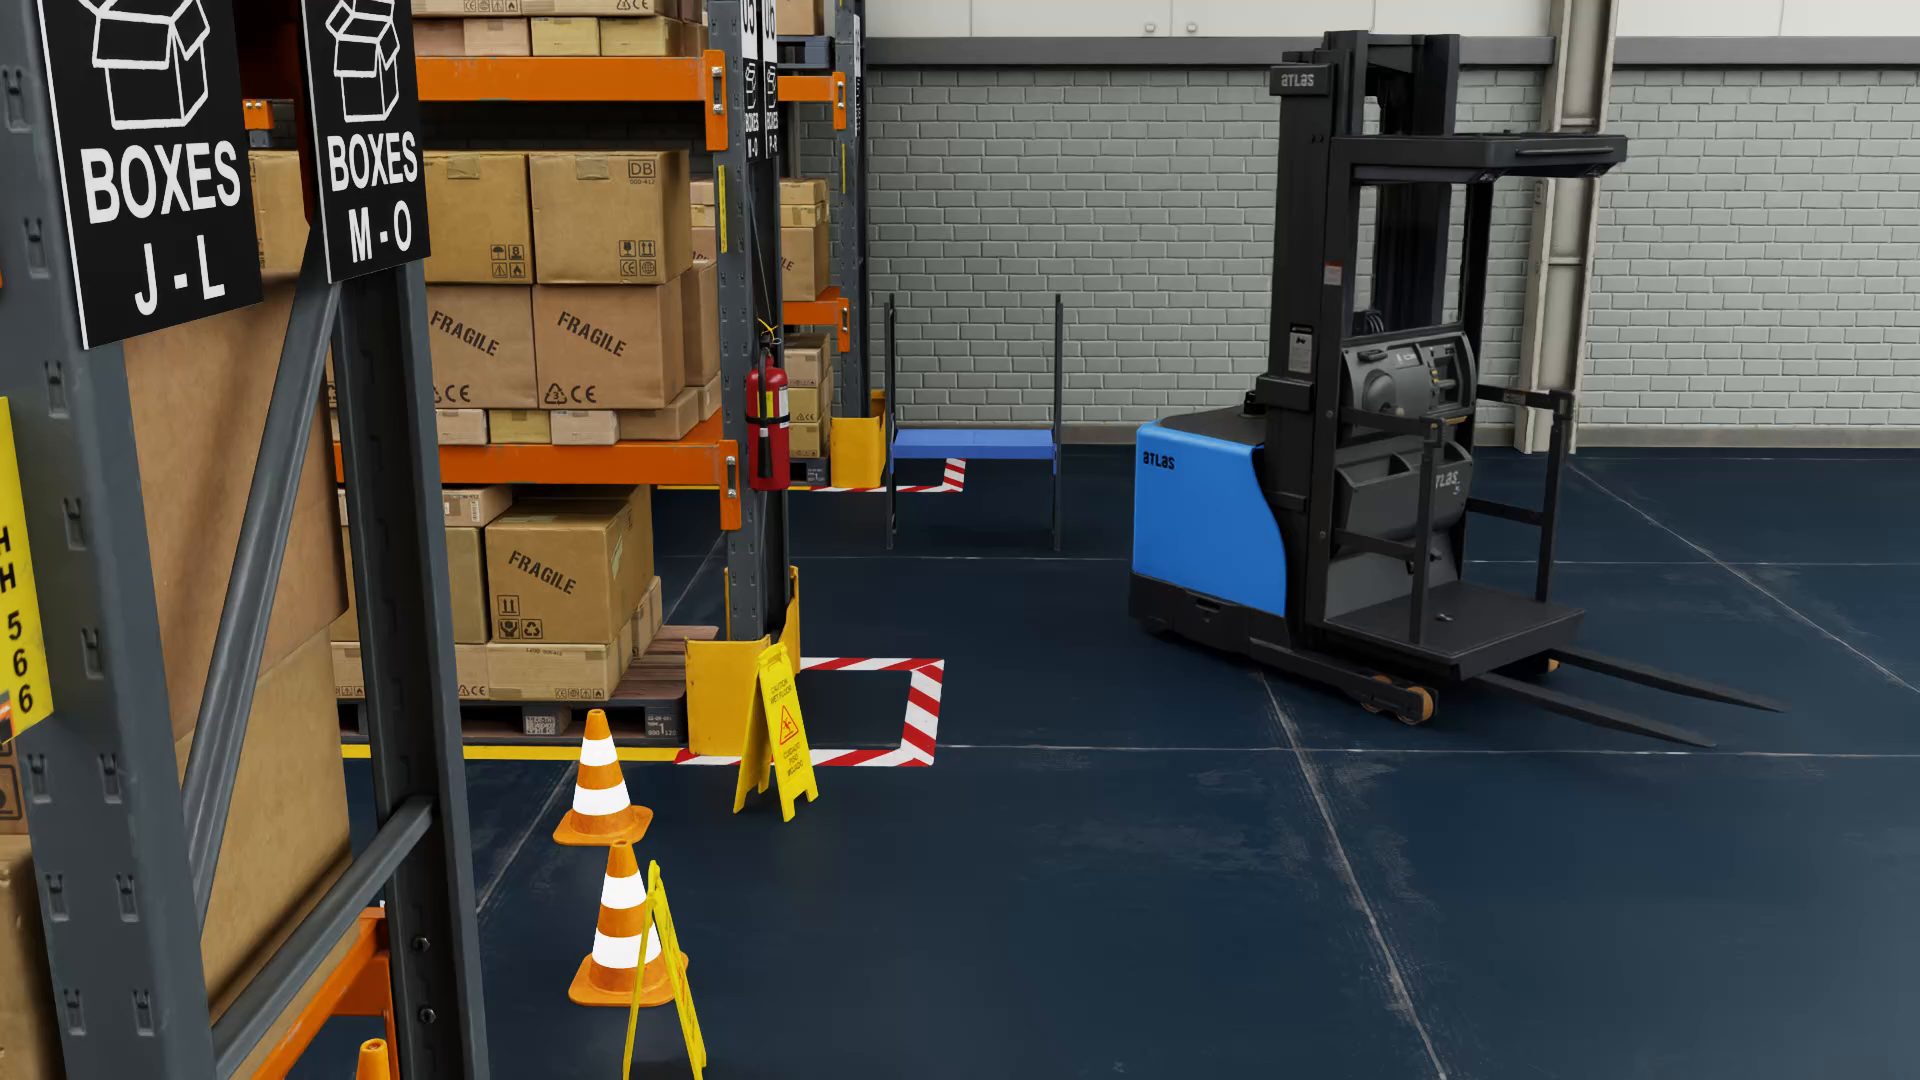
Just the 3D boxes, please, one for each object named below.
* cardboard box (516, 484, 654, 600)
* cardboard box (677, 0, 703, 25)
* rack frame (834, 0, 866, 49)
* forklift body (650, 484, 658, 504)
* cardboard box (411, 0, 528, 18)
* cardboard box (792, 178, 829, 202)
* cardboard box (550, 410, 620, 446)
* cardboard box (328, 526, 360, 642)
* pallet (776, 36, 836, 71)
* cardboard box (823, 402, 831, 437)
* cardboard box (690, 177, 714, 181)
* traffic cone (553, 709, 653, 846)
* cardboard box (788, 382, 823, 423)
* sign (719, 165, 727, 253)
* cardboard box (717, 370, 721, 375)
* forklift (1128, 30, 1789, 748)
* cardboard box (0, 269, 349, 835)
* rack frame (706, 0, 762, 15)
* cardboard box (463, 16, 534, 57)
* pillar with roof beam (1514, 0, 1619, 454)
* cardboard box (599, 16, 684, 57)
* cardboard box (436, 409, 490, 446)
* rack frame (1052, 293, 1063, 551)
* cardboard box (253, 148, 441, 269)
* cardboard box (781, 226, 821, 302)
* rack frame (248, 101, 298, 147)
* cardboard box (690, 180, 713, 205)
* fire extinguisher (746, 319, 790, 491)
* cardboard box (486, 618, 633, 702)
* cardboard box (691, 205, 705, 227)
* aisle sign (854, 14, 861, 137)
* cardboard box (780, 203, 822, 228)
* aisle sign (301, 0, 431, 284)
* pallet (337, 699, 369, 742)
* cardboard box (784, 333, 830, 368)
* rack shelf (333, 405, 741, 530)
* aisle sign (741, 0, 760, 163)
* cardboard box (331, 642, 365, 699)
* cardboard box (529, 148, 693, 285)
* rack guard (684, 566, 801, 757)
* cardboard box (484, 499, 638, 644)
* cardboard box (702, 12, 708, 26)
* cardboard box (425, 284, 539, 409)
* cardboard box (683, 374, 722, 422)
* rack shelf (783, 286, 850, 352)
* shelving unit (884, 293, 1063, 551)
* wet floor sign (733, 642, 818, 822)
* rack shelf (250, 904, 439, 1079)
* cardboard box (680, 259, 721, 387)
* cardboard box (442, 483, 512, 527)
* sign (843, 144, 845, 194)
[{"bbox_3d":[-1.699,-0.010,7.594,0.500,0.500,0.500,0,15,0],"label":"cardboard box"},{"bbox_3d":[-1.372,-2.291,6.973,0.500,0.250,0.500,0,15,0],"label":"cardboard box"},{"bbox_3d":[-0.753,-4.864,11.138,0.127,3.000,1.000,0,15,1],"label":"rack frame"},{"bbox_3d":[-2.695,-1.100,10.295,1.214,2.155,2.313,0,15,1],"label":"forklift body"},{"bbox_3d":[-1.897,-2.161,6.482,0.500,0.250,0.500,0,15,1],"label":"cardboard box"},{"bbox_3d":[-1.083,-2.526,11.984,0.250,0.149,0.380,0,15,0],"label":"cardboard box"},{"bbox_3d":[-1.511,-0.498,6.839,0.250,0.149,0.380,0,15,1],"label":"cardboard box"},{"bbox_3d":[-2.710,0.120,7.103,0.500,0.500,0.500,0,15,0],"label":"cardboard box"},{"bbox_3d":[-1.459,-3.383,11.574,1.213,0.211,1.003,0,15,1],"label":"pallet"},{"bbox_3d":[-1.239,-0.890,12.401,0.500,0.250,0.500,0,15,2],"label":"cardboard box"},{"bbox_3d":[-1.855,-2.540,12.037,0.250,0.149,0.380,0,15,2],"label":"cardboard box"},{"bbox_3d":[-1.339,0.855,6.192,0.334,0.463,0.336,0,15,1],"label":"traffic cone"},{"bbox_3d":[-1.247,-1.002,11.846,0.500,0.250,0.500,0,15,1],"label":"cardboard box"},{"bbox_3d":[-0.910,-1.269,6.381,0.005,0.325,0.100,0,15,1],"label":"sign"},{"bbox_3d":[-1.732,-1.246,11.789,0.500,0.250,0.500,1,15,2],"label":"cardboard box"},{"bbox_3d":[2.194,-0.753,7.448,1.130,2.935,3.031,-12,19,-38],"label":"forklift"},{"bbox_3d":[-1.271,-0.042,2.208,0.550,0.550,0.875,0,15,1],"label":"cardboard box"},{"bbox_3d":[-0.876,-3.599,6.340,0.127,3.000,1.000,0,15,1],"label":"rack frame"},{"bbox_3d":[-1.754,-1.961,6.507,0.250,0.149,0.380,1,15,3],"label":"cardboard box"},{"bbox_3d":[4.462,-3.962,7.717,0.400,9.000,9.100,0,15,1],"label":"pillar with roof beam"},{"bbox_3d":[-1.240,-1.958,6.493,0.250,0.149,0.380,0,15,2],"label":"cardboard box"},{"bbox_3d":[-2.025,-0.499,6.843,0.250,0.149,0.380,1,15,2],"label":"cardboard box"},{"bbox_3d":[0.593,-0.721,10.134,0.032,1.500,0.500,0,15,1],"label":"rack frame"},{"bbox_3d":[-2.410,-1.303,6.661,0.500,0.500,0.700,0,15,1],"label":"cardboard box"},{"bbox_3d":[-1.251,-1.948,11.649,0.500,0.500,0.500,0,15,0],"label":"cardboard box"},{"bbox_3d":[-4.752,-1.990,12.002,0.127,3.000,1.000,0,15,1],"label":"rack frame"},{"bbox_3d":[-1.873,-2.427,11.609,0.250,0.149,0.380,0,15,2],"label":"cardboard box"},{"bbox_3d":[-0.773,-0.542,6.667,0.183,0.674,0.296,0,15,1],"label":"fire extinguisher"},{"bbox_3d":[-1.715,0.492,7.163,0.500,0.250,0.500,0,15,1],"label":"cardboard box"},{"bbox_3d":[-1.868,-2.272,11.605,0.250,0.149,0.380,0,15,1],"label":"cardboard box"},{"bbox_3d":[-0.695,-3.145,11.286,0.004,0.787,0.394,0,15,1],"label":"aisle sign"},{"bbox_3d":[-1.107,-2.256,11.545,0.250,0.149,0.380,1,15,2],"label":"cardboard box"},{"bbox_3d":[-0.823,-0.768,2.274,0.004,0.787,0.394,0,15,1],"label":"aisle sign"},{"bbox_3d":[-2.980,0.627,7.550,1.213,0.211,1.003,0,15,1],"label":"pallet"},{"bbox_3d":[-1.228,-1.372,12.267,0.500,0.250,0.500,0,15,1],"label":"cardboard box"},{"bbox_3d":[-2.875,-0.363,7.246,4.000,0.370,1.077,0,15,1],"label":"rack shelf"},{"bbox_3d":[-0.821,-1.880,6.492,0.004,0.787,0.394,0,15,1],"label":"aisle sign"},{"bbox_3d":[-2.732,0.485,7.190,0.500,0.250,0.500,0,15,-1],"label":"cardboard box"},{"bbox_3d":[-1.392,-1.321,6.728,0.500,0.500,0.700,0,15,0],"label":"cardboard box"},{"bbox_3d":[-0.952,0.510,7.426,0.348,0.500,1.175,0,15,1],"label":"rack guard"},{"bbox_3d":[-1.683,0.127,7.074,0.500,0.500,0.500,0,15,2],"label":"cardboard box"},{"bbox_3d":[-1.589,-3.472,11.213,0.250,0.149,0.380,0,15,0],"label":"cardboard box"},{"bbox_3d":[-1.926,-0.828,6.818,0.500,0.500,0.500,0,15,2],"label":"cardboard box"},{"bbox_3d":[-1.210,-0.631,7.346,0.250,0.149,0.380,0,15,2],"label":"cardboard box"},{"bbox_3d":[-2.752,-1.629,12.044,4.000,0.370,1.077,0,15,1],"label":"rack shelf"},{"bbox_3d":[0.085,-0.725,10.147,1.048,1.500,0.538,0,15,1],"label":"shelving unit"},{"bbox_3d":[-0.713,0.715,6.366,0.232,0.644,0.267,6,16,21],"label":"wet floor sign"},{"bbox_3d":[-2.901,0.900,2.459,4.000,0.370,1.077,0,15,1],"label":"rack shelf"},{"bbox_3d":[-1.342,-0.964,7.334,0.500,0.500,0.500,0,15,1],"label":"cardboard box"},{"bbox_3d":[-2.052,-0.172,6.936,0.250,0.149,0.380,1,15,3],"label":"cardboard box"},{"bbox_3d":[-0.781,-2.500,11.201,0.005,0.325,0.100,0,15,1],"label":"sign"}]
